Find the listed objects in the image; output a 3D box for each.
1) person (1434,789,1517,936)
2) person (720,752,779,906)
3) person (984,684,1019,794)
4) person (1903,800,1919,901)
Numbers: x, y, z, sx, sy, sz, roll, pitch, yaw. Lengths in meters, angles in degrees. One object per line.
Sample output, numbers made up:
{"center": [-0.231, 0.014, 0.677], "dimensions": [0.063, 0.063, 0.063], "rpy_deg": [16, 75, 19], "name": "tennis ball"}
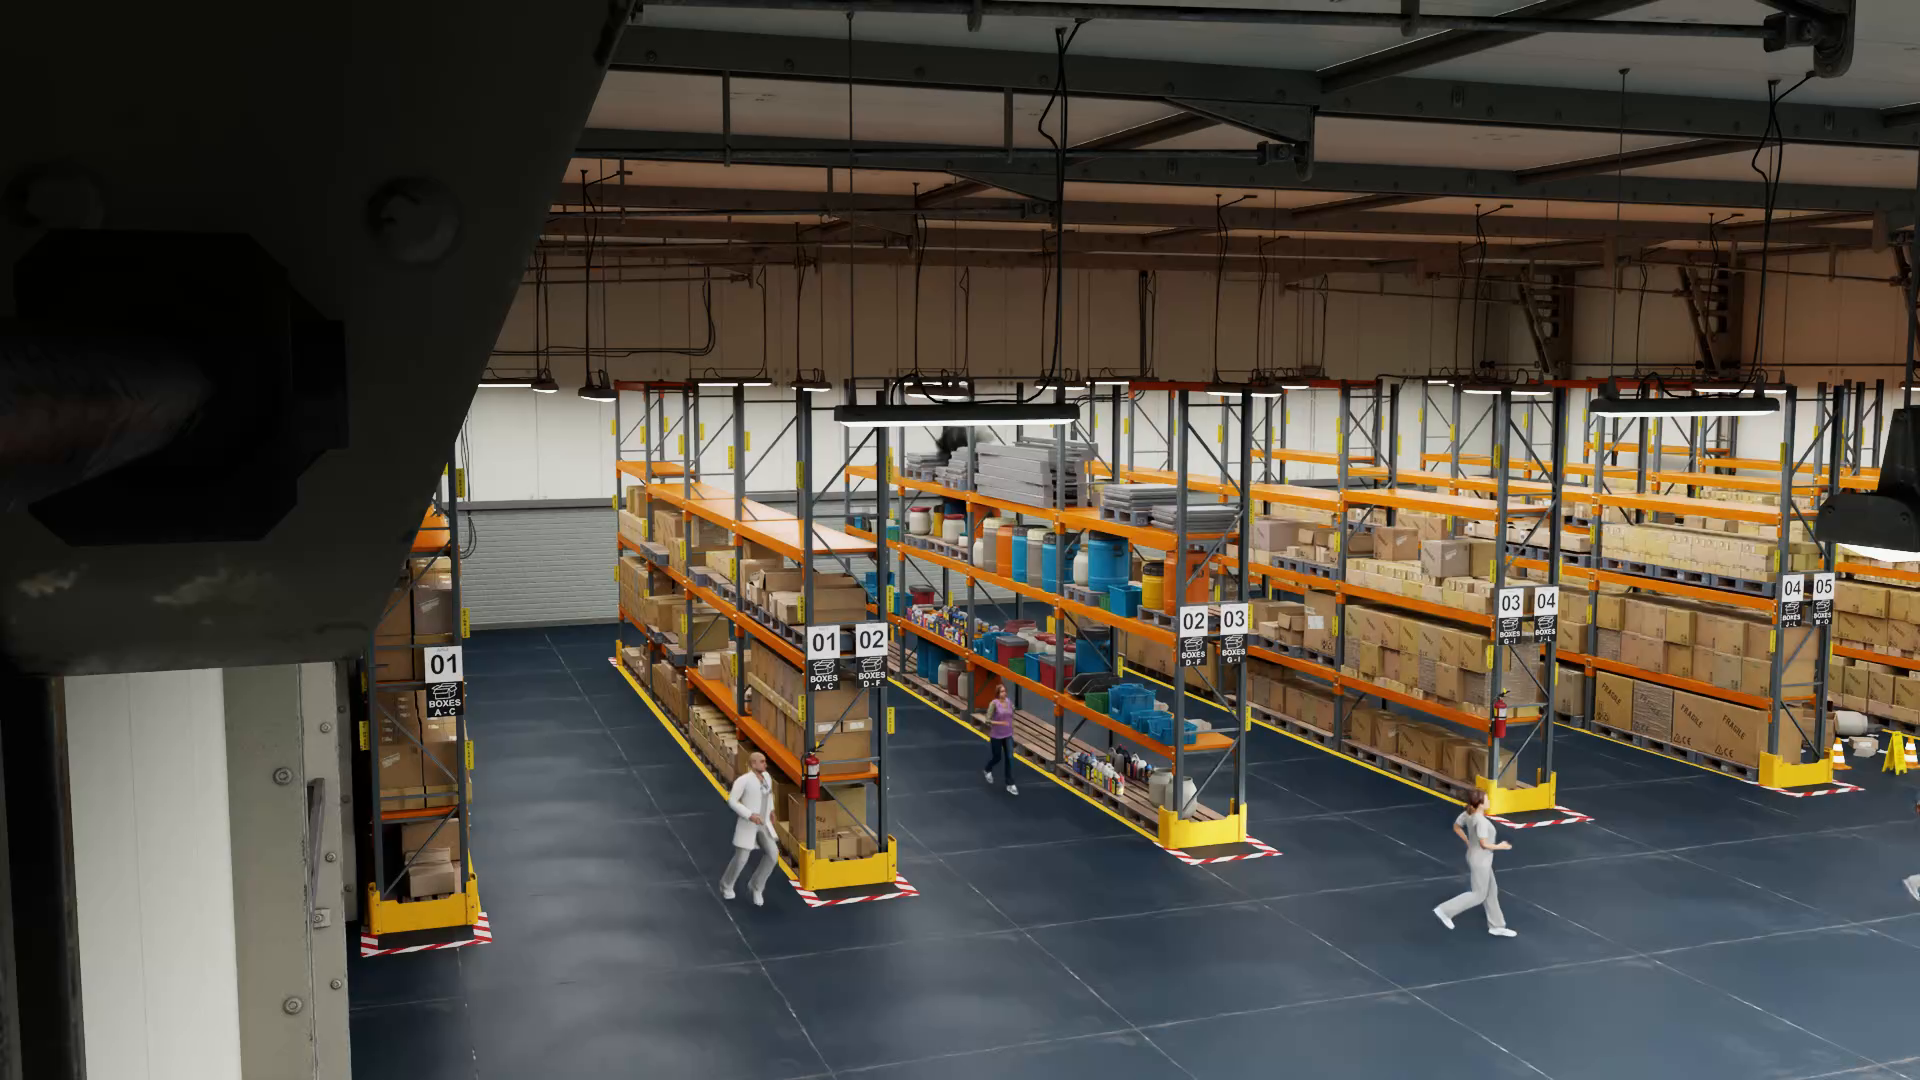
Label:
{"center": [5.692, 3.562, 18.317], "dimensions": [0.935, 1.663, 0.568], "rpy_deg": [0, 6, 0], "name": "person"}
{"center": [-2.435, 3.397, 19.693], "dimensions": [0.730, 1.789, 0.771], "rpy_deg": [6, 8, 44], "name": "person"}
{"center": [0.617, 2.908, 24.597], "dimensions": [0.545, 1.580, 0.873], "rpy_deg": [-3, 7, -27], "name": "person"}
{"center": [11.368, 3.465, 19.261], "dimensions": [0.851, 1.692, 0.579], "rpy_deg": [0, 6, 5], "name": "person"}
